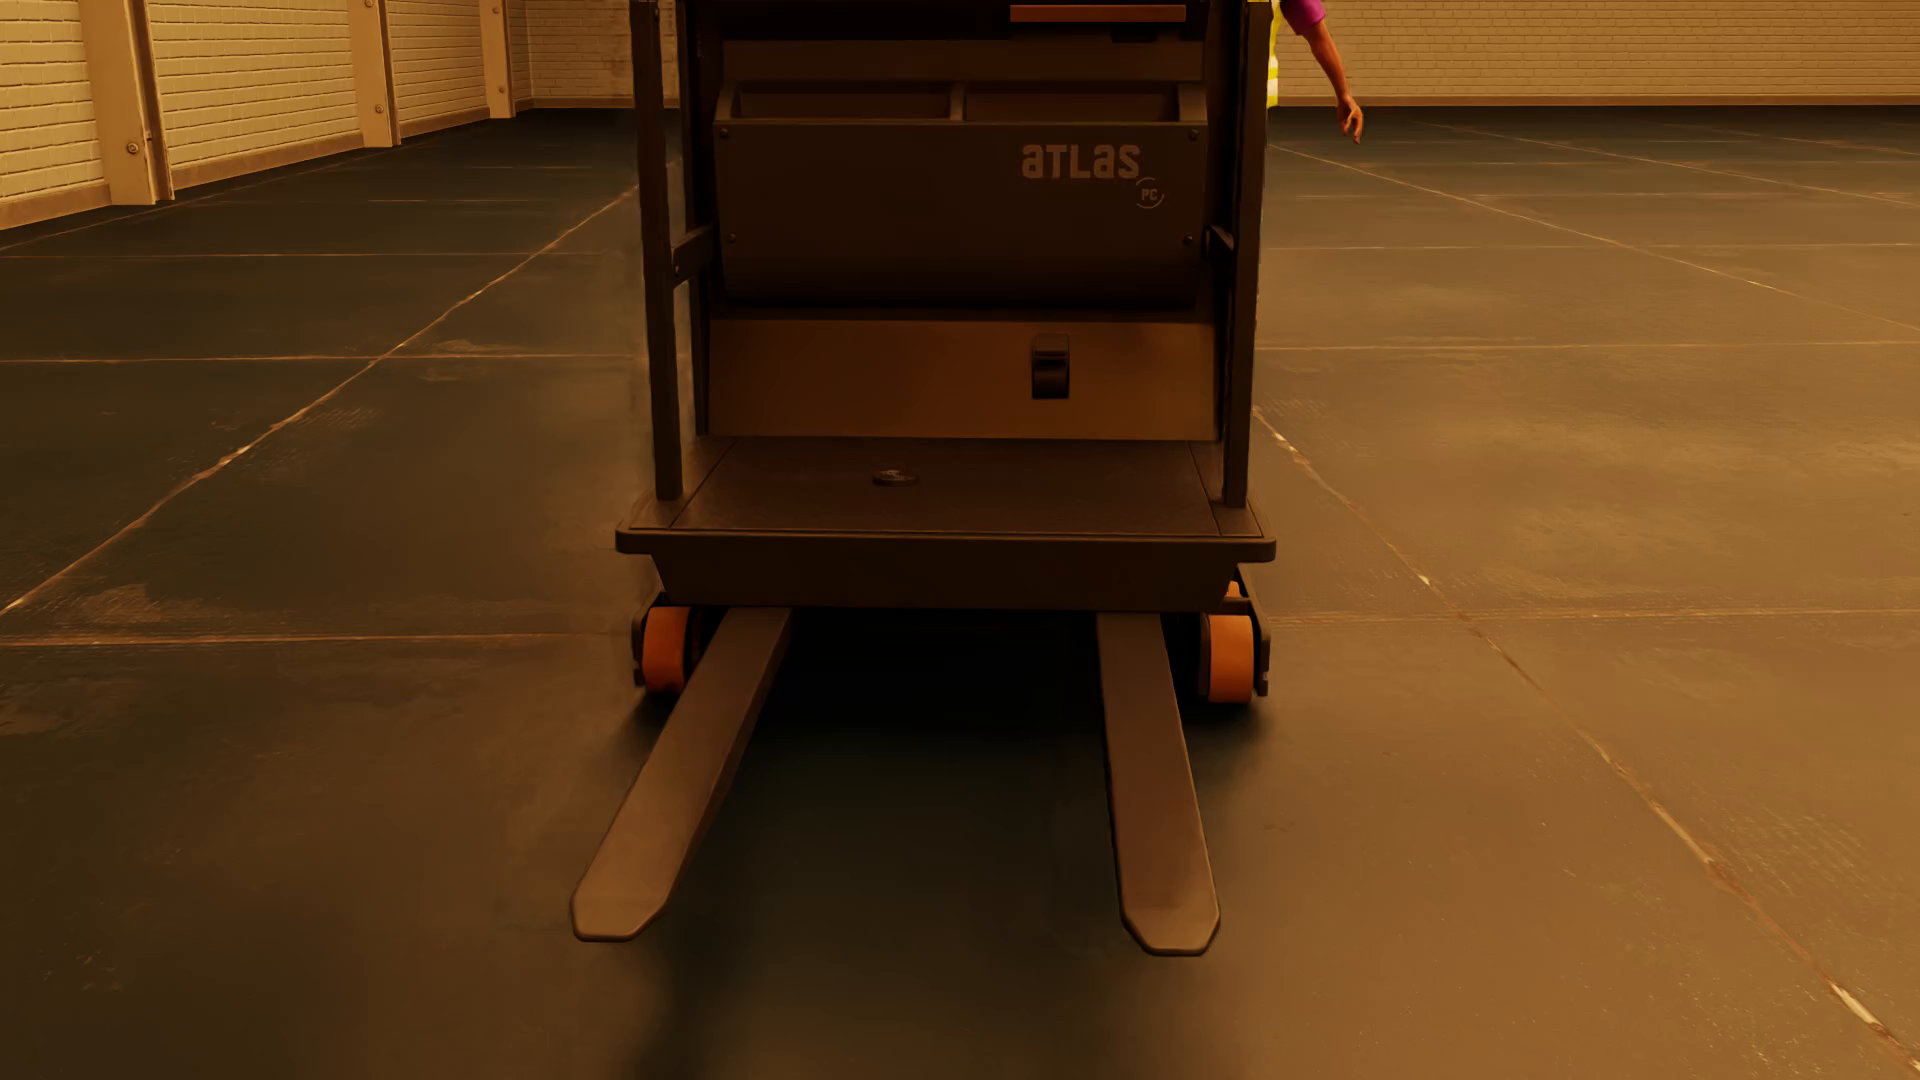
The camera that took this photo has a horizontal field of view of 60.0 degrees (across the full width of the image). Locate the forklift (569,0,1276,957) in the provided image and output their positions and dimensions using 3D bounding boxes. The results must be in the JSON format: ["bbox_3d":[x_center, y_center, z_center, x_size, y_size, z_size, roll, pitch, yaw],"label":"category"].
[{"bbox_3d":[-0.007,-1.203,2.841,1.130,2.935,3.031,1,17,3],"label":"forklift"}]

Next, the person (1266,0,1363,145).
[{"bbox_3d":[1.031,-1.699,6.499,0.982,1.745,0.740,-2,17,-6],"label":"person"}]
